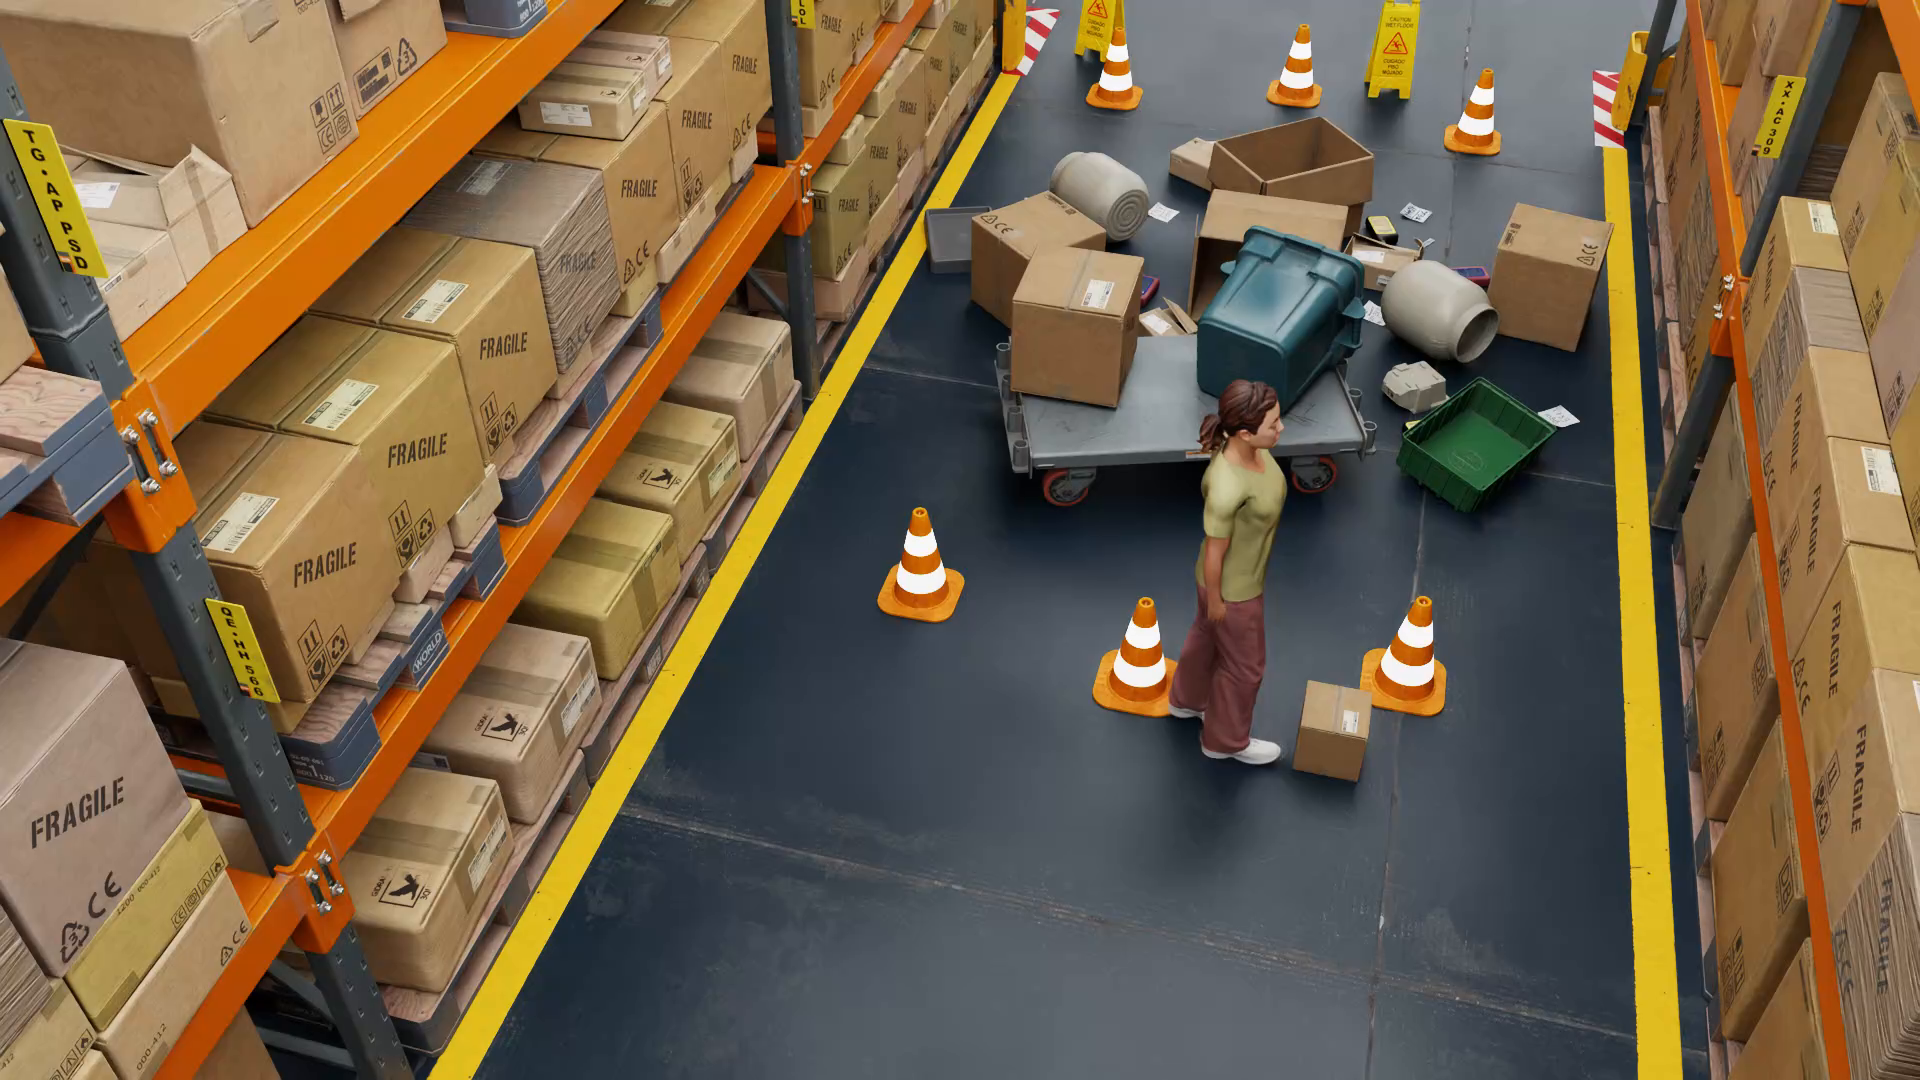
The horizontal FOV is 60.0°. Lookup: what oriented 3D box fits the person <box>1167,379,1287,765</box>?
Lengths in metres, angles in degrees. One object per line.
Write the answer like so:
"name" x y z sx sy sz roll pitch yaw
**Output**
"person" 1.037 0.130 6.019 0.472 1.669 0.441 11 42 12
